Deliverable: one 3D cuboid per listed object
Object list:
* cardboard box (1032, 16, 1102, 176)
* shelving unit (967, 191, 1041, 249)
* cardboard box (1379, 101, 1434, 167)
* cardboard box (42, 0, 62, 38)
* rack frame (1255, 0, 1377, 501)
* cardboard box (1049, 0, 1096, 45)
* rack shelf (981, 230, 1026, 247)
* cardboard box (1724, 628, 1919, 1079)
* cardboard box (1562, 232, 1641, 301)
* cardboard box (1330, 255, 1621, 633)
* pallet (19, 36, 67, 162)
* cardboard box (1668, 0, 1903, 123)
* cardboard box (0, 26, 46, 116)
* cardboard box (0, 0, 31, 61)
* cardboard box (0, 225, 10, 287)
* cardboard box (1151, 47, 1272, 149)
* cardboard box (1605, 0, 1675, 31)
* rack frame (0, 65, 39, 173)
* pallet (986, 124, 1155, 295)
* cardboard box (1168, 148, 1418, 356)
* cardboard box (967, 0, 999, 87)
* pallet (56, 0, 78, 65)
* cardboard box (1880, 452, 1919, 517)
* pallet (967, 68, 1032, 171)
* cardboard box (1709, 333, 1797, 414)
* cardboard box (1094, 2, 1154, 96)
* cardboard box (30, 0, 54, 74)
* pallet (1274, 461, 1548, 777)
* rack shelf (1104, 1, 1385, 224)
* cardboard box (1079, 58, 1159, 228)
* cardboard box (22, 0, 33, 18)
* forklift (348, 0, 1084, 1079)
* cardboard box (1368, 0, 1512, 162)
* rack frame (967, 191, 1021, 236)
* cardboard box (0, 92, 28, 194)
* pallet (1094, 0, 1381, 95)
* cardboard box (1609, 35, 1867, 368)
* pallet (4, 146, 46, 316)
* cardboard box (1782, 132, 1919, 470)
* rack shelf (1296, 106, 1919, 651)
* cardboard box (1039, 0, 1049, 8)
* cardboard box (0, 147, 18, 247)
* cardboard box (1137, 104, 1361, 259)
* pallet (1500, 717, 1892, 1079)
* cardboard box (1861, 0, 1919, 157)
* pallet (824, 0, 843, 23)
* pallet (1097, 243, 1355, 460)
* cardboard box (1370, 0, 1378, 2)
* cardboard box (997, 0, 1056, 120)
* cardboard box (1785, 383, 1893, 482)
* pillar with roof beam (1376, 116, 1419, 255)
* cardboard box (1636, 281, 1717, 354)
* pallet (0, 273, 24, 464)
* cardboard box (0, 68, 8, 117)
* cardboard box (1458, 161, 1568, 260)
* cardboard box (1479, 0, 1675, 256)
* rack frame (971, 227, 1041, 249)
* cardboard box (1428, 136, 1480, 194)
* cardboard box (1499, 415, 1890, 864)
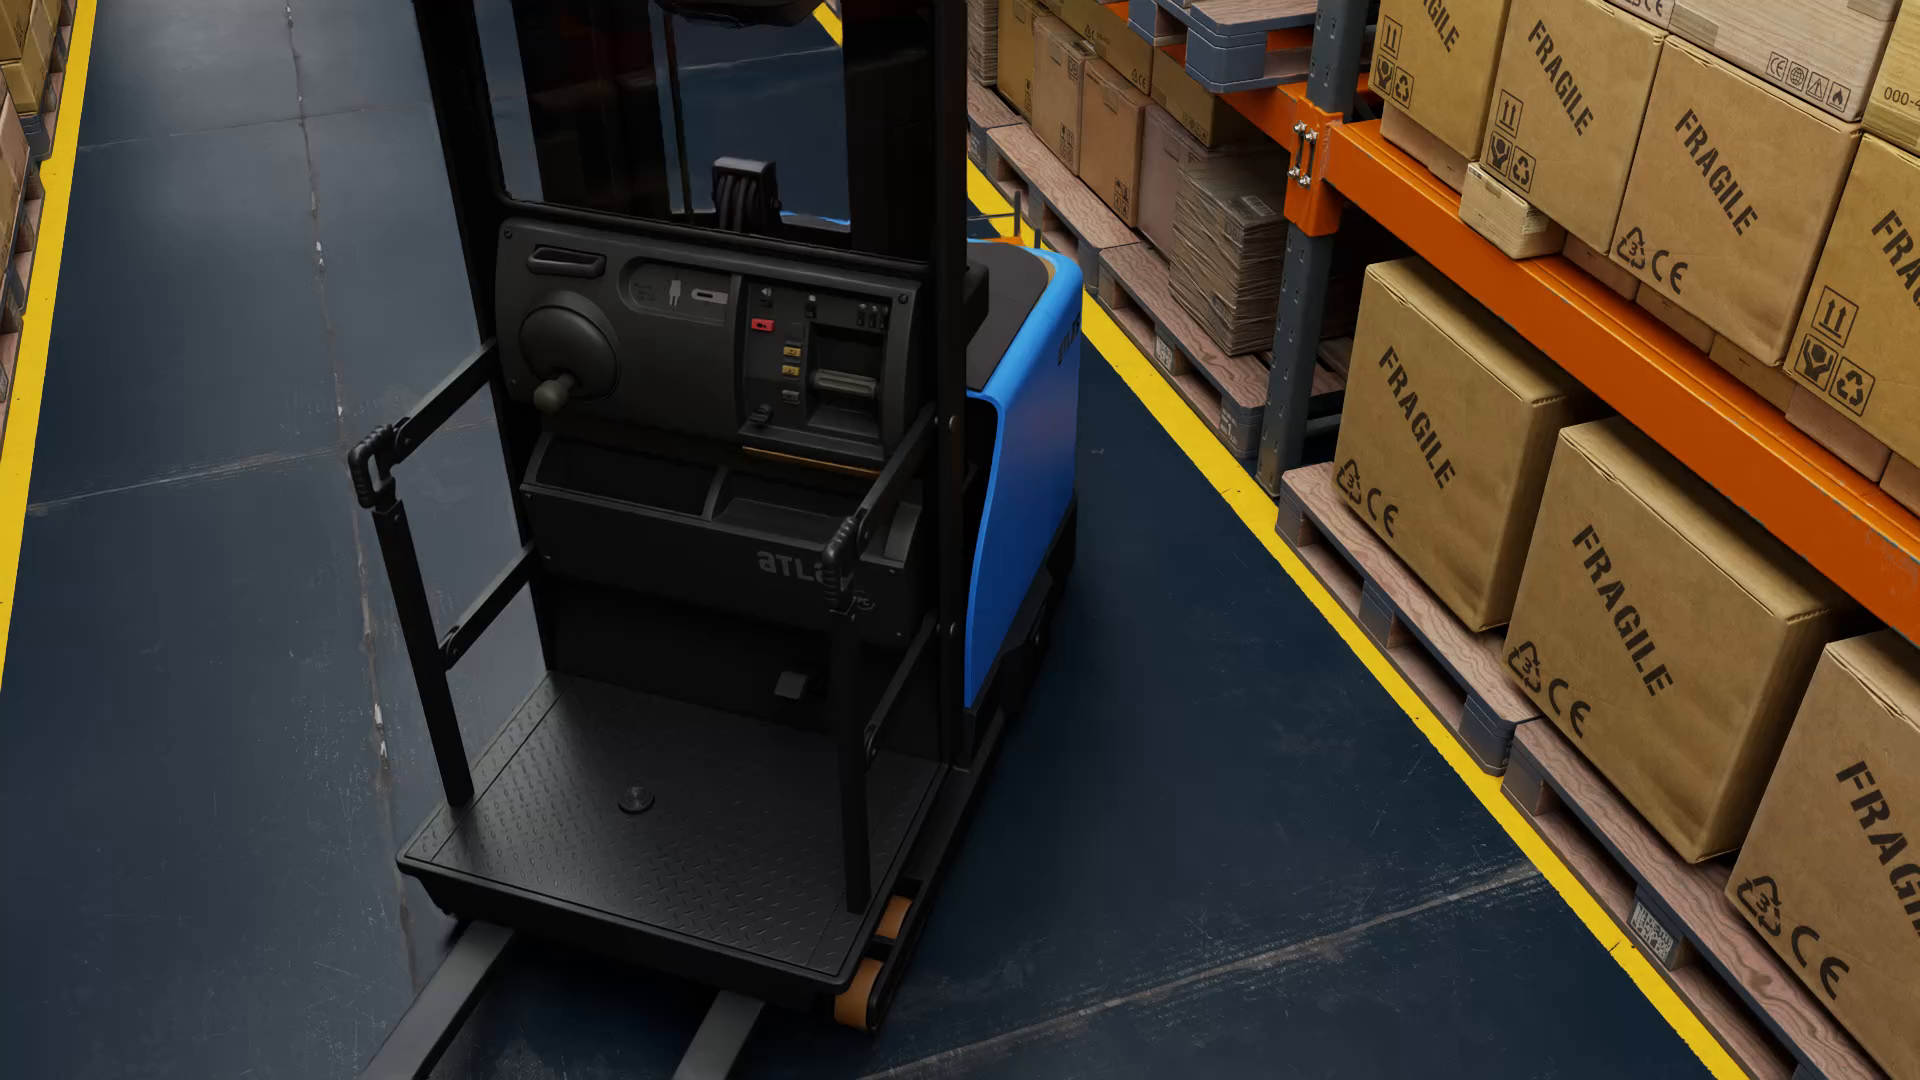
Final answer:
[{"bbox_3d":[0.723,-1.912,7.007,0.700,0.500,0.500,-12,39,-15],"label":"cardboard box"},{"bbox_3d":[0.105,-0.516,5.063,0.215,1.050,0.252,-7,38,-9],"label":"shelving unit"},{"bbox_3d":[1.364,-1.139,4.462,0.380,0.149,0.250,-13,39,-17],"label":"cardboard box"},{"bbox_3d":[-4.768,-2.659,8.223,0.500,0.250,0.500,-12,39,-16],"label":"cardboard box"},{"bbox_3d":[1.468,-1.466,4.703,1.000,3.000,0.127,-12,39,-16],"label":"rack frame"},{"bbox_3d":[0.698,-2.248,6.831,0.500,0.250,0.500,-14,39,-17],"label":"cardboard box"},{"bbox_3d":[0.105,-0.735,4.899,0.215,0.259,0.240,-7,38,-9],"label":"rack shelf"},{"bbox_3d":[2.190,0.643,3.341,0.750,0.750,0.750,-11,38,-15],"label":"cardboard box"},{"bbox_3d":[1.657,-0.711,3.893,0.380,0.149,0.250,-13,39,-16],"label":"cardboard box"},{"bbox_3d":[1.598,-0.332,4.635,0.750,0.750,0.750,-13,39,-17],"label":"cardboard box"},{"bbox_3d":[-4.793,-2.042,7.785,1.003,0.211,1.213,-12,39,-16],"label":"pallet"},{"bbox_3d":[1.744,-1.037,3.163,0.500,0.250,0.500,-12,39,-16],"label":"cardboard box"},{"bbox_3d":[-4.433,-2.092,7.470,0.500,0.250,0.500,-12,39,-16],"label":"cardboard box"},{"bbox_3d":[-4.424,-2.393,7.247,0.500,0.500,0.500,-12,39,-16],"label":"cardboard box"},{"bbox_3d":[-3.795,-1.018,6.044,0.500,0.250,0.500,-12,39,-15],"label":"cardboard box"},{"bbox_3d":[1.034,-1.673,6.067,0.500,0.250,0.500,-12,39,-15],"label":"cardboard box"},{"bbox_3d":[1.568,-1.319,3.537,0.500,0.250,0.500,-13,39,-17],"label":"cardboard box"},{"bbox_3d":[-4.558,-2.698,6.338,1.000,3.000,0.127,-12,39,-16],"label":"rack frame"},{"bbox_3d":[0.784,-1.482,7.042,1.003,0.211,1.213,-12,39,-16],"label":"pallet"},{"bbox_3d":[1.171,-1.039,5.848,0.700,0.500,0.500,-12,39,-15],"label":"cardboard box"},{"bbox_3d":[0.360,-2.490,7.775,0.700,0.500,0.500,-11,38,-14],"label":"cardboard box"},{"bbox_3d":[-5.216,-2.732,8.701,1.003,0.211,1.213,-12,39,-16],"label":"pallet"},{"bbox_3d":[1.986,-0.125,3.115,0.380,0.149,0.250,-11,38,-15],"label":"cardboard box"},{"bbox_3d":[0.361,-2.172,7.958,1.003,0.211,1.213,-12,39,-16],"label":"pallet"},{"bbox_3d":[1.833,-0.418,3.504,0.380,0.149,0.250,-12,39,-15],"label":"cardboard box"},{"bbox_3d":[0.852,-1.963,6.451,0.500,0.250,0.500,-13,39,-16],"label":"cardboard box"},{"bbox_3d":[-4.600,-2.375,7.847,0.500,0.250,0.500,-12,39,-16],"label":"cardboard box"},{"bbox_3d":[1.669,0.109,4.930,1.003,0.211,1.213,-12,39,-16],"label":"pallet"},{"bbox_3d":[0.780,-2.308,6.419,1.077,0.370,4.000,-12,39,-16],"label":"rack shelf"},{"bbox_3d":[0.906,-1.629,6.631,0.700,0.500,0.500,-13,39,-16],"label":"cardboard box"},{"bbox_3d":[-4.603,-2.674,7.620,0.500,0.500,0.500,-12,39,-16],"label":"cardboard box"},{"bbox_3d":[-0.603,-0.339,3.264,1.130,2.935,3.031,11,38,15],"label":"forklift"},{"bbox_3d":[1.395,-1.305,4.142,0.500,0.500,0.500,-11,38,-15],"label":"cardboard box"},{"bbox_3d":[0.080,-0.588,5.158,0.200,1.050,0.008,-7,38,-9],"label":"rack frame"},{"bbox_3d":[-4.143,-1.593,6.808,0.500,0.250,0.500,-13,39,-16],"label":"cardboard box"},{"bbox_3d":[1.123,-1.770,5.266,1.213,0.211,1.003,-12,39,-16],"label":"pallet"},{"bbox_3d":[1.736,-0.727,3.375,0.500,0.500,0.500,-13,39,-16],"label":"cardboard box"},{"bbox_3d":[-4.268,-1.176,6.635,1.003,0.211,1.213,-12,39,-16],"label":"pallet"},{"bbox_3d":[1.923,-0.434,2.986,0.500,0.500,0.500,-11,38,-15],"label":"cardboard box"},{"bbox_3d":[2.156,-0.048,3.419,1.077,0.370,4.000,-12,39,-16],"label":"rack shelf"},{"bbox_3d":[0.515,-2.542,7.220,0.500,0.250,0.500,-13,39,-17],"label":"cardboard box"},{"bbox_3d":[-3.971,-1.307,6.428,0.500,0.250,0.500,-13,39,-17],"label":"cardboard box"},{"bbox_3d":[1.103,-1.354,6.266,0.700,0.500,0.500,-13,39,-16],"label":"cardboard box"},{"bbox_3d":[2.085,0.797,4.016,1.003,0.211,1.213,-12,39,-16],"label":"pallet"},{"bbox_3d":[1.925,-0.750,2.782,0.500,0.250,0.500,-13,39,-17],"label":"cardboard box"},{"bbox_3d":[-0.173,-2.984,9.035,1.003,0.211,1.213,-12,39,-16],"label":"pallet"},{"bbox_3d":[1.201,-0.794,6.128,1.003,0.211,1.213,-12,39,-16],"label":"pallet"},{"bbox_3d":[1.297,-1.945,4.890,0.700,0.500,0.500,-17,40,-21],"label":"cardboard box"},{"bbox_3d":[0.585,-2.209,7.401,0.700,0.500,0.500,-13,39,-17],"label":"cardboard box"},{"bbox_3d":[1.902,-0.275,3.314,0.380,0.149,0.250,-12,39,-16],"label":"cardboard box"},{"bbox_3d":[-2.209,-3.884,2.927,9.100,9.000,0.400,-12,39,-16],"label":"pillar with roof beam"},{"bbox_3d":[1.754,-0.566,3.701,0.380,0.149,0.250,-12,39,-15],"label":"cardboard box"},{"bbox_3d":[-3.845,-0.485,5.719,1.003,0.211,1.213,-12,39,-16],"label":"pallet"},{"bbox_3d":[-4.150,-1.822,6.645,0.500,0.311,0.500,-12,39,-16],"label":"cardboard box"},{"bbox_3d":[1.454,-0.828,4.048,0.380,0.149,0.250,-11,38,-15],"label":"cardboard box"},{"bbox_3d":[1.566,-1.007,3.747,0.500,0.500,0.500,-11,38,-14],"label":"cardboard box"},{"bbox_3d":[0.129,-0.444,4.967,0.200,1.050,0.008,-7,38,-9],"label":"rack frame"},{"bbox_3d":[1.442,-0.995,4.270,0.380,0.149,0.250,-12,39,-15],"label":"cardboard box"},{"bbox_3d":[1.893,0.164,3.977,0.750,0.750,0.750,-13,39,-16],"label":"cardboard box"}]
